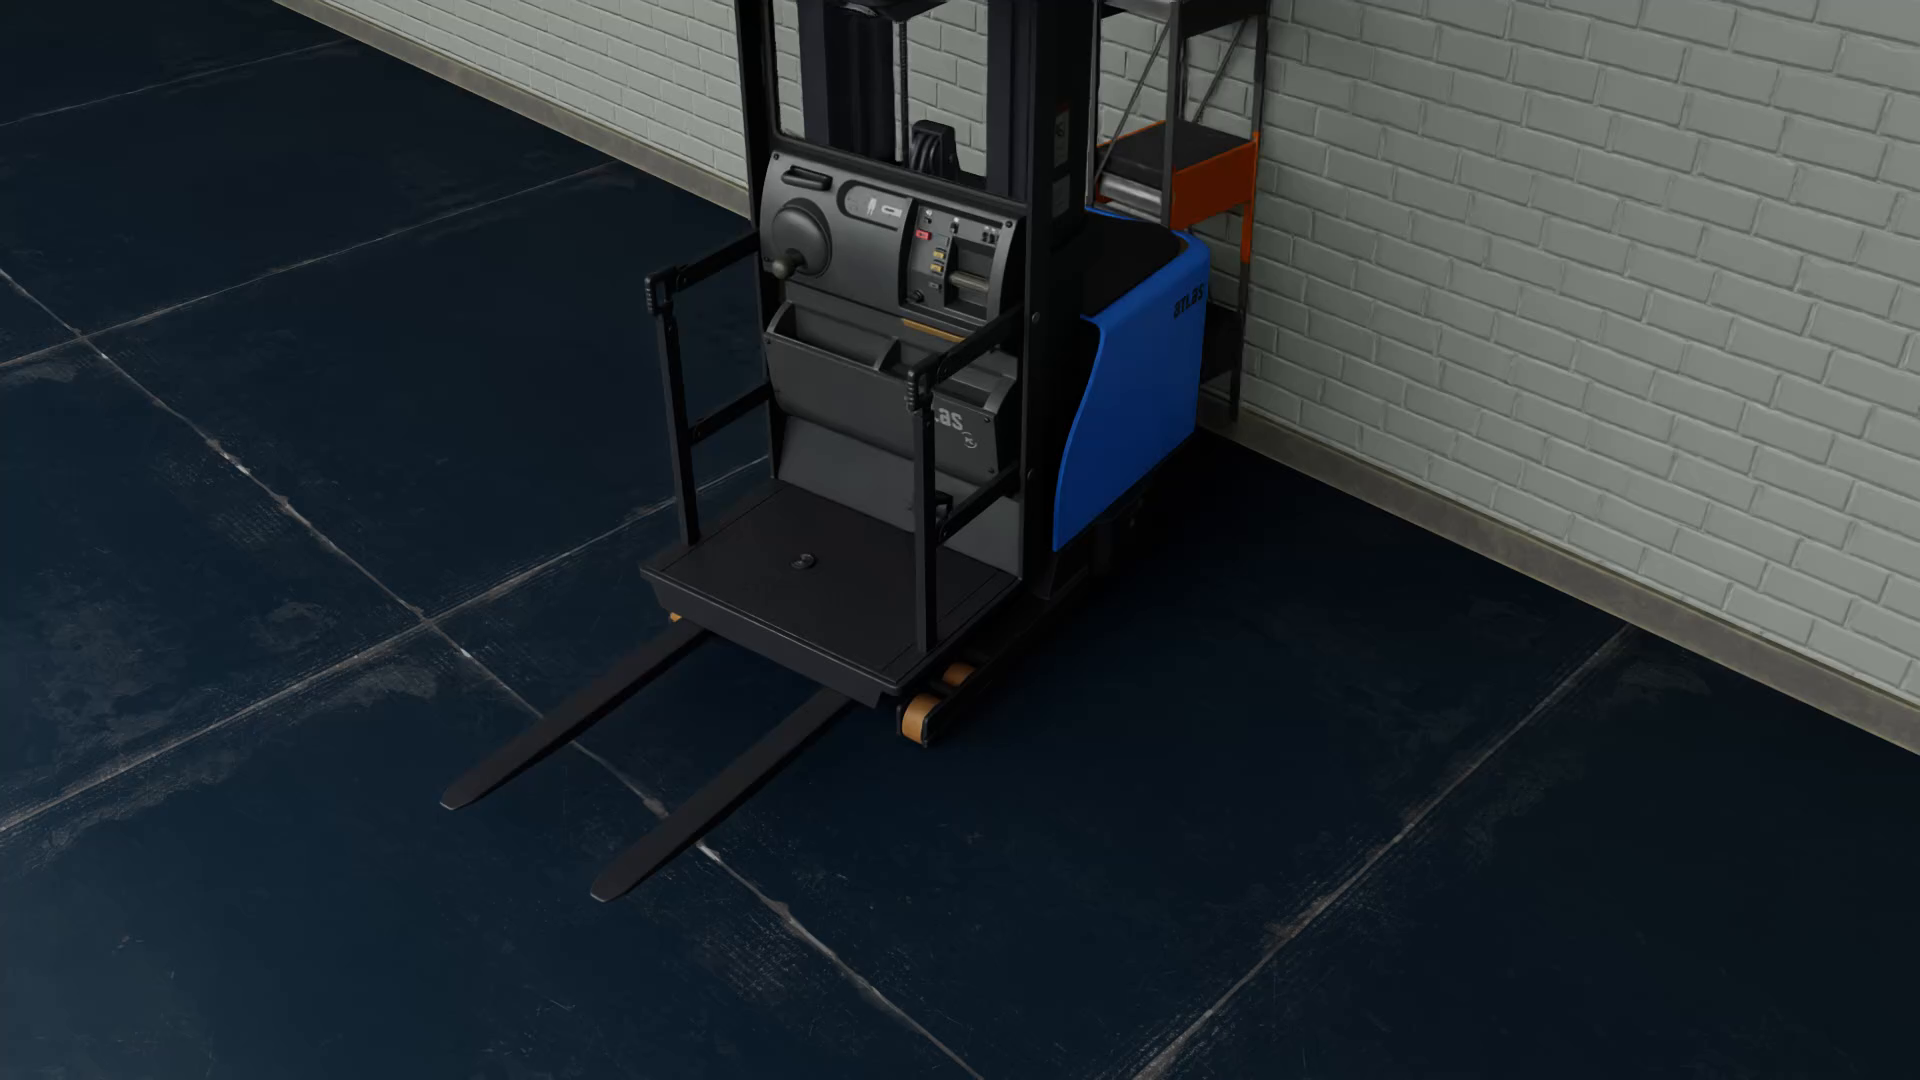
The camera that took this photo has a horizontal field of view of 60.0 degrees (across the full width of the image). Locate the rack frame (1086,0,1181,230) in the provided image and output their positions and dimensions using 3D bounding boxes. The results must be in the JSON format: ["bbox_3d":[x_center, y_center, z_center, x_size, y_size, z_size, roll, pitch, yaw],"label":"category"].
[{"bbox_3d":[0.614,-1.184,6.099,0.015,2.100,0.400,-28,42,-34],"label":"rack frame"}]

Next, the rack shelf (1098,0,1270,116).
[{"bbox_3d":[0.776,-1.852,5.858,0.480,0.518,0.431,-28,42,-34],"label":"rack shelf"}]

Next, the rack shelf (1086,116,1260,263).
[{"bbox_3d":[0.792,-1.268,6.243,0.480,0.518,0.431,-28,42,-34],"label":"rack shelf"}]

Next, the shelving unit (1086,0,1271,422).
[{"bbox_3d":[0.792,-1.280,6.236,0.503,2.100,0.431,-28,42,-34],"label":"shelving unit"}]

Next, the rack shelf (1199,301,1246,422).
[{"bbox_3d":[0.808,-0.684,6.629,0.480,0.518,0.431,-28,42,-34],"label":"rack shelf"}]

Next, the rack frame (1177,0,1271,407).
[{"bbox_3d":[0.969,-1.375,6.373,0.015,2.100,0.400,-28,42,-34],"label":"rack frame"}]

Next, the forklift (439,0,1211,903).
[{"bbox_3d":[-0.353,-0.862,4.924,1.130,2.935,3.031,22,41,28],"label":"forklift"}]
